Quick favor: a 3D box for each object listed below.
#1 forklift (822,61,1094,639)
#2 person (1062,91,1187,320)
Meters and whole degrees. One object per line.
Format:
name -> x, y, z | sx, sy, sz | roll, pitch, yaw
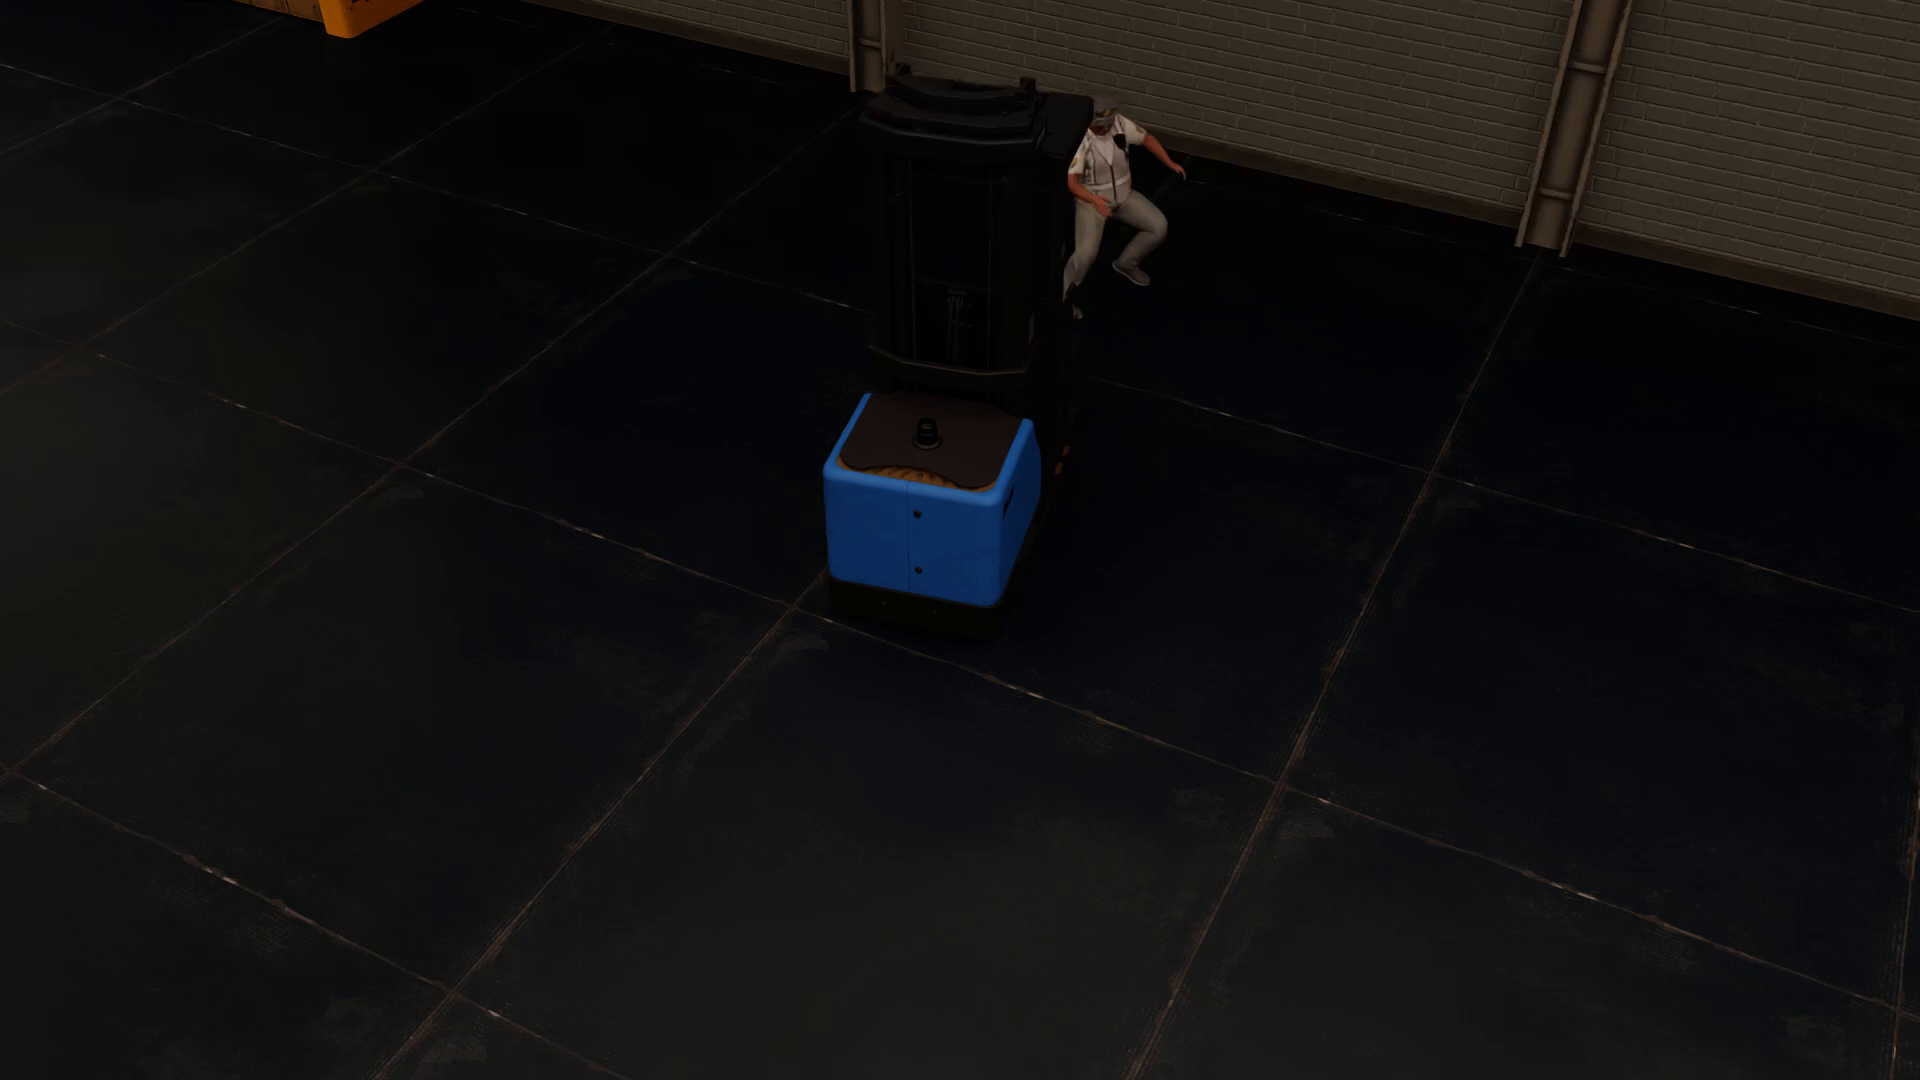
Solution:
forklift -> 0.117, -1.515, 9.786 | 1.130, 2.935, 3.031 | 10, 41, 12
person -> 1.111, -2.428, 11.938 | 0.945, 1.549, 0.790 | -17, 43, -19
